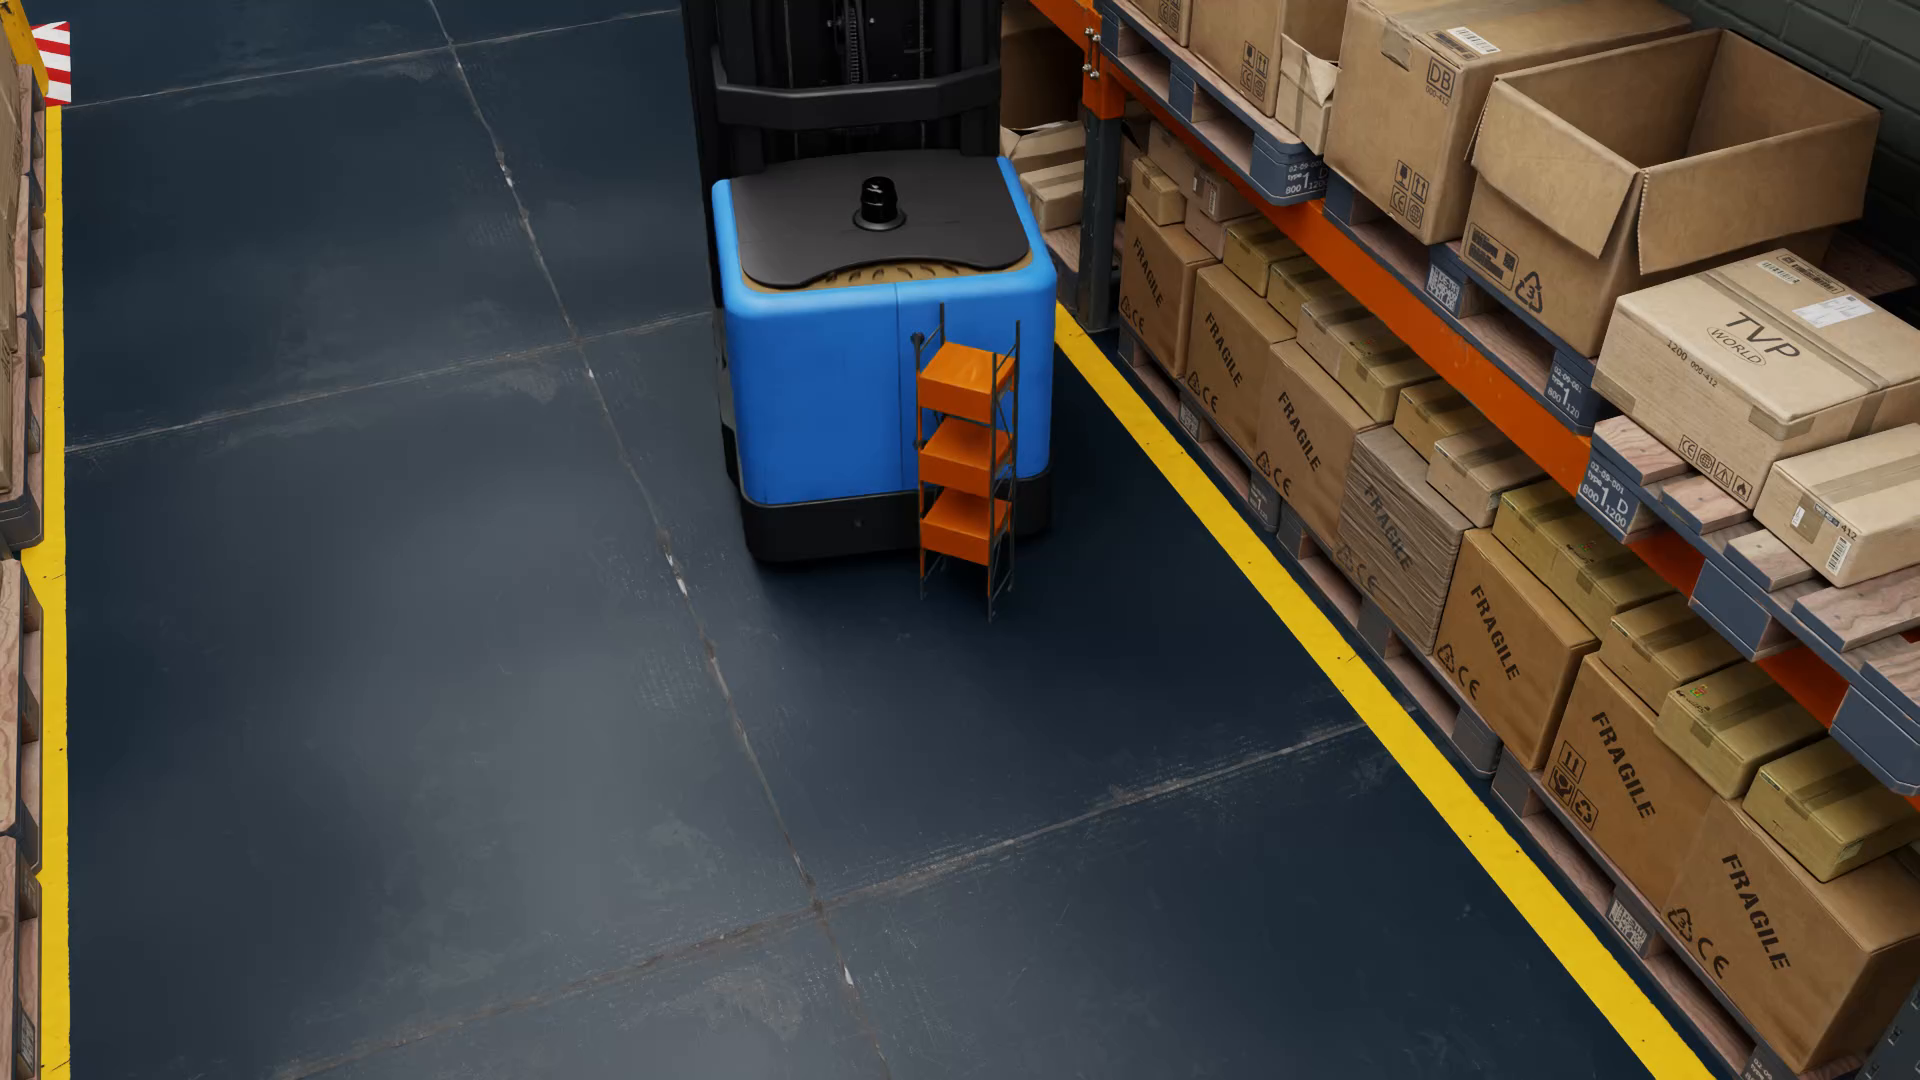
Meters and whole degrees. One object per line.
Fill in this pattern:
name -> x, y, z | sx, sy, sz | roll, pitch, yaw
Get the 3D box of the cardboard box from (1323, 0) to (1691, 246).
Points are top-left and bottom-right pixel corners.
cardboard box -> 1.433, -1.186, 4.430 | 0.700, 0.500, 0.500 | -15, 43, -17

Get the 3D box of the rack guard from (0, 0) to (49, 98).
rack guard -> -5.168, -2.357, 8.107 | 1.175, 0.500, 0.348 | -15, 43, -17

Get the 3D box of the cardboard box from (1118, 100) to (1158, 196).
cardboard box -> 0.922, -1.718, 7.187 | 0.500, 0.311, 0.500 | -14, 43, -15

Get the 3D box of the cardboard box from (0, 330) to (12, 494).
cardboard box -> -3.770, -0.473, 5.643 | 0.875, 0.438, 0.875 | -16, 43, -17

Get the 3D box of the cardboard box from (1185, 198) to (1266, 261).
cardboard box -> 1.025, -1.149, 5.883 | 0.380, 0.149, 0.250 | -16, 43, -18

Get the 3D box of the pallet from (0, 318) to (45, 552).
pallet -> -3.847, -0.301, 5.938 | 1.003, 0.211, 1.213 | -15, 43, -17

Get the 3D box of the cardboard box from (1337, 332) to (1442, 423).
cardboard box -> 1.405, -0.525, 5.158 | 0.380, 0.149, 0.250 | -14, 43, -15

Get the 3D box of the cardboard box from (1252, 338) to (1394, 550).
cardboard box -> 1.333, -0.365, 5.469 | 0.500, 0.500, 0.500 | -16, 43, -18

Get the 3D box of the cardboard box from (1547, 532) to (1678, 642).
cardboard box -> 1.811, 0.100, 4.431 | 0.380, 0.149, 0.250 | -14, 43, -16

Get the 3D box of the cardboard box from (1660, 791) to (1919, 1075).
cardboard box -> 2.126, 0.876, 4.026 | 0.500, 0.500, 0.500 | -14, 43, -16

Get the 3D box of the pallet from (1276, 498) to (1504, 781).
pallet -> 1.773, 0.153, 5.411 | 1.003, 0.211, 1.213 | -15, 43, -17

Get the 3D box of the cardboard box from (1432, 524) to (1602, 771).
cardboard box -> 1.742, 0.257, 4.746 | 0.500, 0.500, 0.500 | -13, 42, -15

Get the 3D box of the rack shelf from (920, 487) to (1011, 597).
rack shelf -> 0.024, -0.005, 5.393 | 0.240, 0.259, 0.215 | 16, 43, 17

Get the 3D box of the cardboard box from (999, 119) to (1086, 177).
cardboard box -> 0.335, -1.721, 7.226 | 0.396, 0.266, 0.258 | -14, 43, -15

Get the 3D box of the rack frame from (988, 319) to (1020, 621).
rack frame -> 0.136, -0.192, 5.168 | 0.008, 1.050, 0.200 | 16, 43, 17

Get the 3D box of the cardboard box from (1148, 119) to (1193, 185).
cardboard box -> 0.904, -1.424, 5.975 | 0.380, 0.149, 0.250 | -16, 43, -18

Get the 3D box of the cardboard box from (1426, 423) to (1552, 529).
cardboard box -> 1.582, -0.209, 4.790 | 0.380, 0.149, 0.250 | -17, 44, -19

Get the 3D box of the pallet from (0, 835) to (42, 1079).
pallet -> -2.793, 1.359, 4.008 | 1.003, 0.211, 1.213 | -15, 43, -17

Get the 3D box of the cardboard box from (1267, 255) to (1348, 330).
cardboard box -> 1.251, -0.835, 5.518 | 0.380, 0.149, 0.250 | -16, 43, -18

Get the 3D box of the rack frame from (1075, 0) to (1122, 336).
rack frame -> 0.956, -2.121, 5.916 | 1.000, 3.000, 0.127 | -15, 43, -17

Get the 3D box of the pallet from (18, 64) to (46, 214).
pallet -> -4.781, -1.771, 7.647 | 1.003, 0.211, 1.213 | -15, 43, -17

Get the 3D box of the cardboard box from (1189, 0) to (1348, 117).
cardboard box -> 1.133, -1.659, 4.980 | 0.700, 0.500, 0.500 | -15, 43, -16

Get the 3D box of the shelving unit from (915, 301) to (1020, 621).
shelving unit -> 0.023, -0.224, 5.205 | 0.252, 1.050, 0.215 | 16, 43, 17

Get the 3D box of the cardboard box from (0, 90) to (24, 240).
cardboard box -> -4.456, -1.556, 6.902 | 0.875, 0.438, 0.875 | -14, 43, -16

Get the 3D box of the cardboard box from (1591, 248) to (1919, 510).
cardboard box -> 1.784, -0.369, 3.671 | 0.500, 0.250, 0.500 | -17, 44, -19

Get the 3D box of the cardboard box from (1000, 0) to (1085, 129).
cardboard box -> 0.260, -2.200, 7.603 | 0.700, 0.500, 0.500 | -17, 43, -18

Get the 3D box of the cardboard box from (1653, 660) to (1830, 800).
cardboard box -> 1.931, 0.440, 4.035 | 0.380, 0.149, 0.250 | -17, 44, -19

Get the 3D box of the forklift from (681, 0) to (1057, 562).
forklift -> -0.442, -2.001, 5.829 | 1.130, 2.935, 3.031 | -6, 41, -7

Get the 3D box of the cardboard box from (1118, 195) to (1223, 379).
cardboard box -> 0.933, -0.985, 6.190 | 0.500, 0.500, 0.500 | -13, 42, -15

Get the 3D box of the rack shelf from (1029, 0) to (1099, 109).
rack shelf -> 0.191, -3.053, 7.552 | 1.077, 0.370, 4.000 | -15, 43, -17

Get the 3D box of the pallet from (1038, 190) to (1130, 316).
pallet -> 0.694, -1.478, 7.307 | 1.003, 0.211, 1.213 | -15, 43, -17

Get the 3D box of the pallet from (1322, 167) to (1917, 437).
pallet -> 1.738, -0.809, 4.538 | 1.003, 0.211, 1.213 | -15, 43, -17
